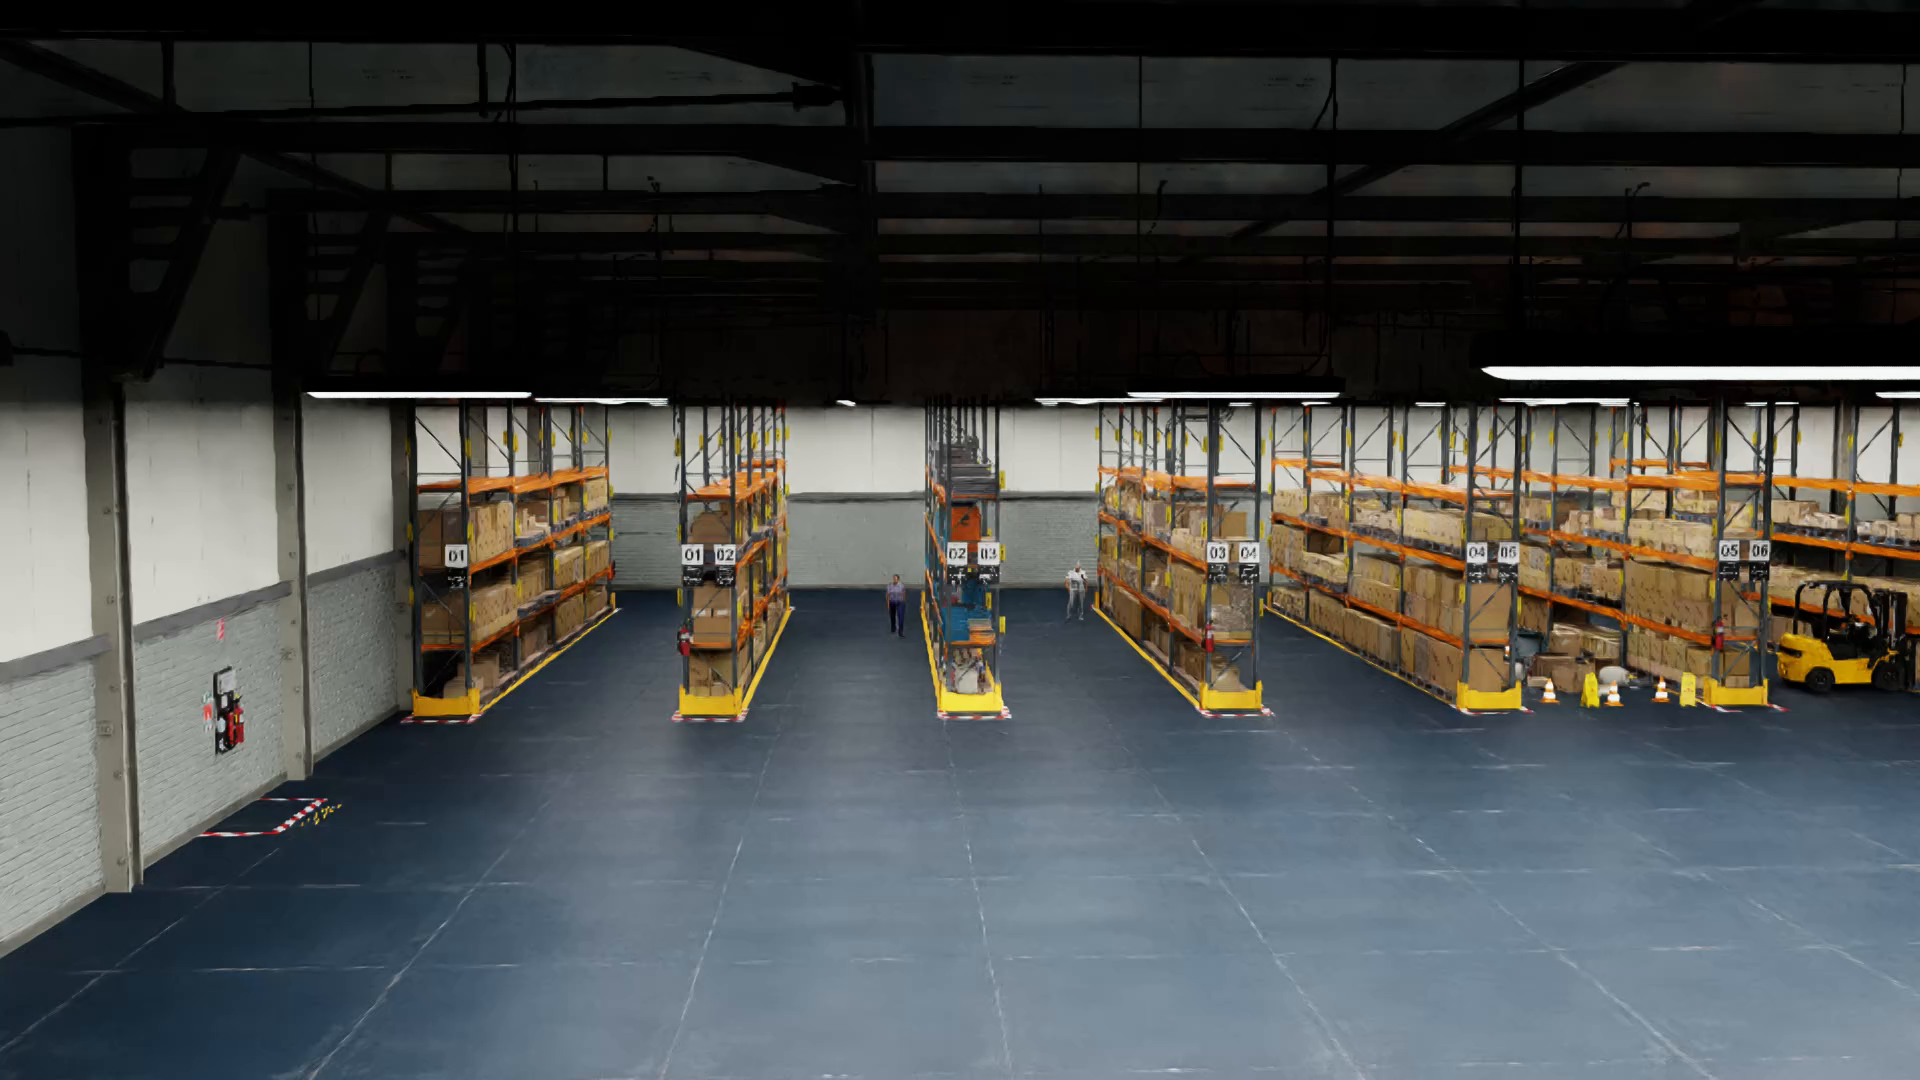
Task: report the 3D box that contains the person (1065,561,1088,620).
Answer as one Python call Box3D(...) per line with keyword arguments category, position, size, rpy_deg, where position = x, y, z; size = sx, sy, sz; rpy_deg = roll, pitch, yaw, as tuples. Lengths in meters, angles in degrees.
Box3D(category="person", position=(3.165, 1.367, 45.084), size=(0.625, 1.611, 0.582), rpy_deg=(0, 5, -4))

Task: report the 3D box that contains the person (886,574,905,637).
Box3D(category="person", position=(-1.621, 1.620, 41.871), size=(0.479, 1.567, 1.079), rpy_deg=(0, 5, 0))

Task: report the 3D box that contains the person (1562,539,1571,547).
Box3D(category="person", position=(19.174, 0.758, 52.405), size=(0.681, 1.658, 0.496), rpy_deg=(-3, 5, -32))
